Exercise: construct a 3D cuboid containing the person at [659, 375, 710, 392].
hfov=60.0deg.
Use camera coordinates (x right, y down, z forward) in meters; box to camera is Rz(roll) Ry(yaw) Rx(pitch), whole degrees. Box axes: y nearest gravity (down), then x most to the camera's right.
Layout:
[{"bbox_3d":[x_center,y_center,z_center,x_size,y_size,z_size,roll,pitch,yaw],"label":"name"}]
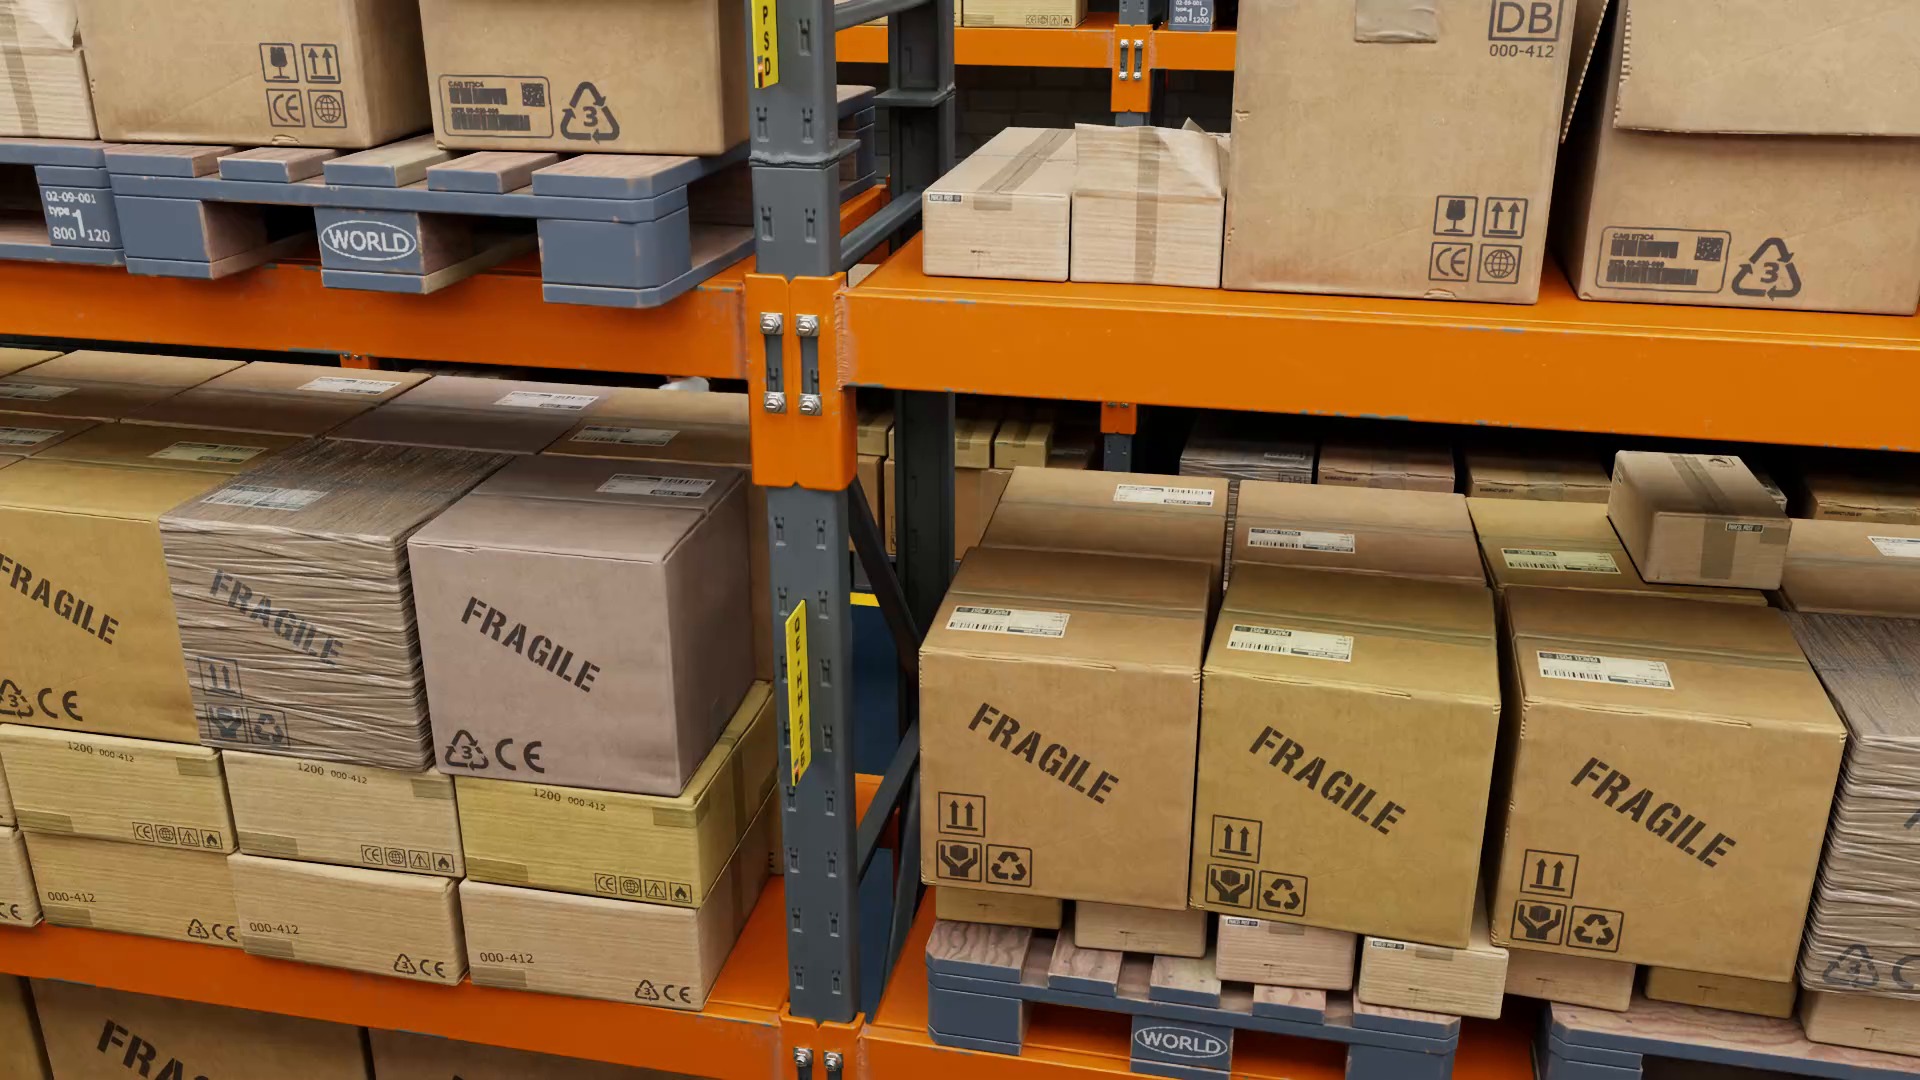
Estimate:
[{"bbox_3d":[-1.290,-0.196,7.521,0.409,1.591,0.414,5,22,12],"label":"person"}]
